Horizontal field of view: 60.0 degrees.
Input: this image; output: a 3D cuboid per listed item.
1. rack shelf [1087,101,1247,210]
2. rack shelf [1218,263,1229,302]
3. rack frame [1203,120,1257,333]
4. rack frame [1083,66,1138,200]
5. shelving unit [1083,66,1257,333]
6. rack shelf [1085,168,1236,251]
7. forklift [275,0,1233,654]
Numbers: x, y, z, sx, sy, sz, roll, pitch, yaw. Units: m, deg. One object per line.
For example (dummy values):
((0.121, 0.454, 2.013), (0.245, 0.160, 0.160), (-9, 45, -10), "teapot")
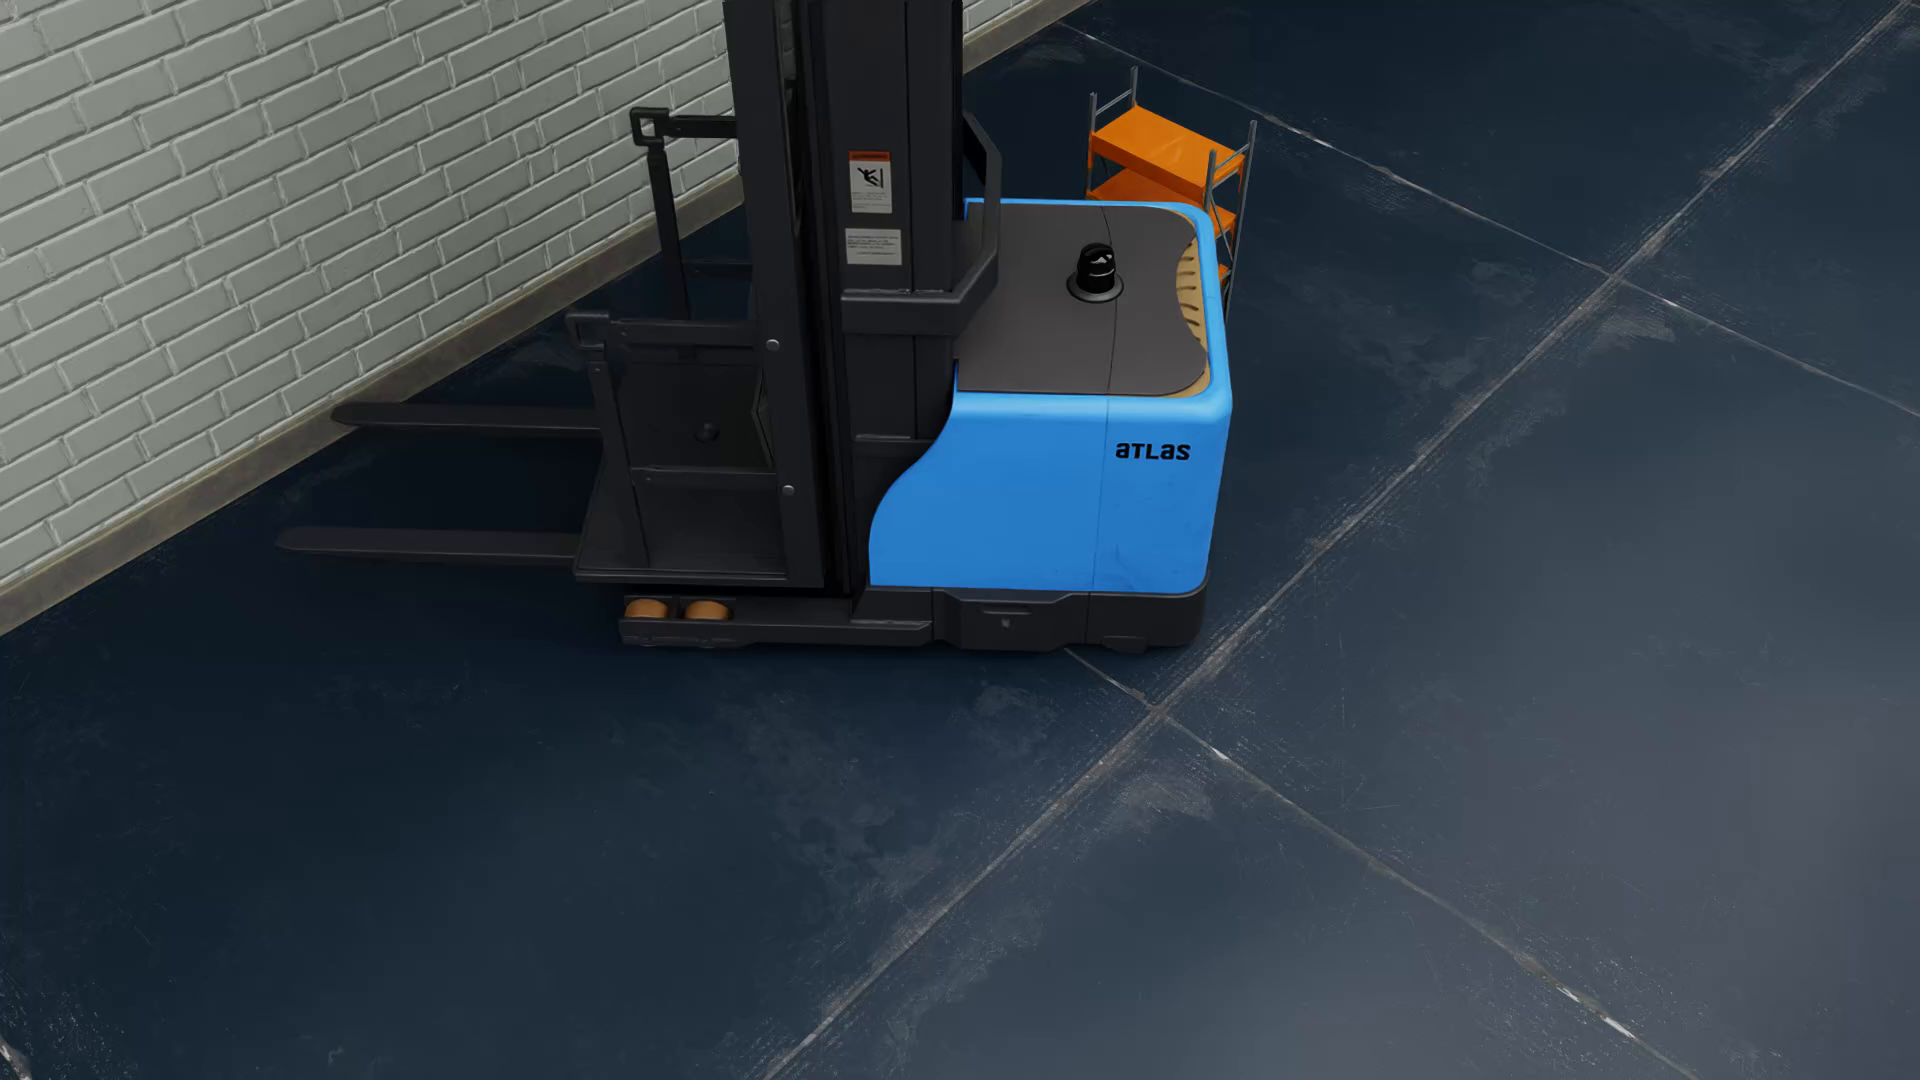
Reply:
((0.695, -1.270, 5.580), (0.480, 0.148, 0.258), (33, 55, 27), "rack shelf")
((0.695, -0.955, 5.916), (0.480, 0.148, 0.258), (33, 55, 27), "rack shelf")
((0.876, -0.881, 5.755), (0.015, 1.200, 0.240), (33, 55, 27), "rack frame")
((0.514, -1.120, 5.979), (0.015, 1.200, 0.240), (33, 55, 27), "rack frame")
((0.695, -1.001, 5.867), (0.503, 1.200, 0.258), (33, 55, 27), "shelving unit")
((0.695, -1.108, 5.753), (0.480, 0.148, 0.258), (33, 55, 27), "rack shelf")
((-0.713, -1.035, 4.711), (3.031, 2.935, 1.130), (2, 47, 2), "forklift")
